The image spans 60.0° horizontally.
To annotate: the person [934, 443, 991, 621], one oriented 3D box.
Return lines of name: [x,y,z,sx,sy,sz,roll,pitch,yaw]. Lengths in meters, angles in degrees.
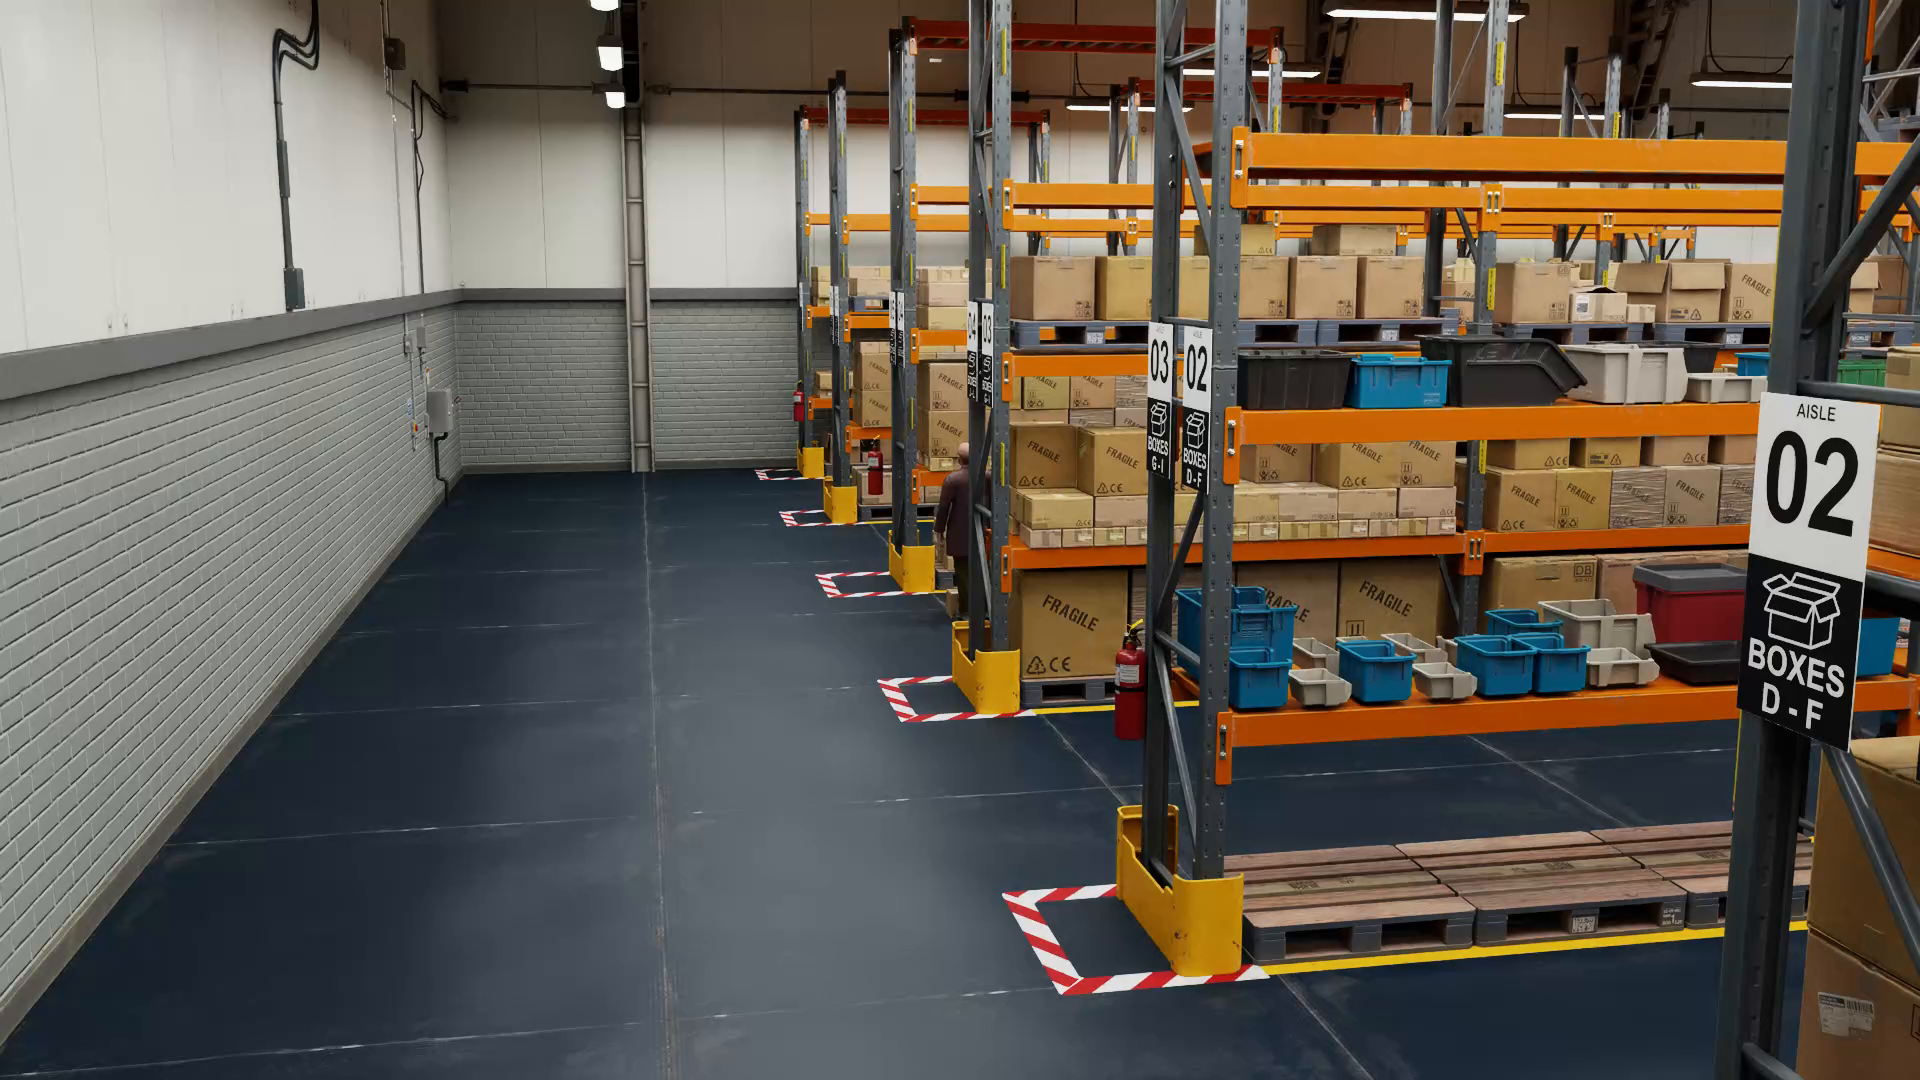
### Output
person: [0.070,-0.094,16.440,0.697,1.776,0.581,-2,10,-11]
